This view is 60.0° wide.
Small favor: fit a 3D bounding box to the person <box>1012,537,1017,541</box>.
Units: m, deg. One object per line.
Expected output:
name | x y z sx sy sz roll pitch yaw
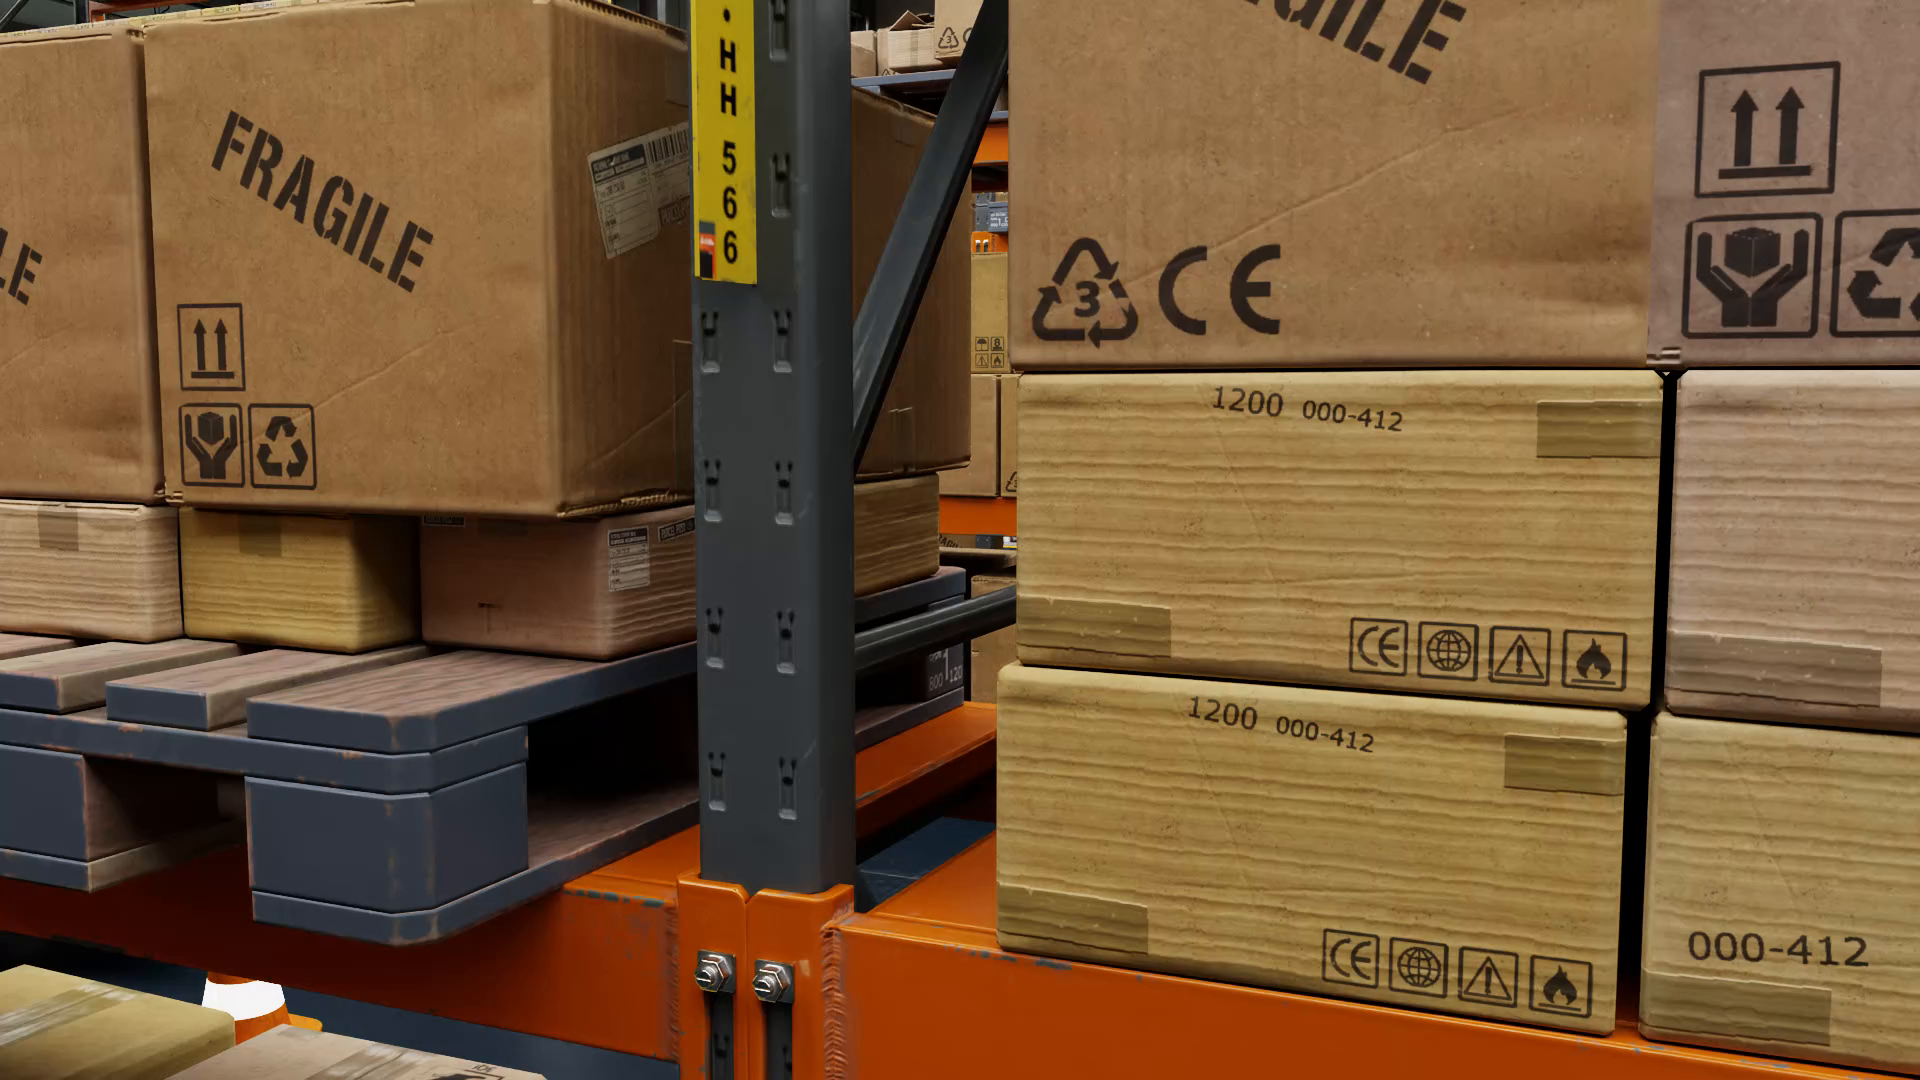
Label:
person | 0.496 0.034 9.414 0.372 1.664 0.528 3 6 24
